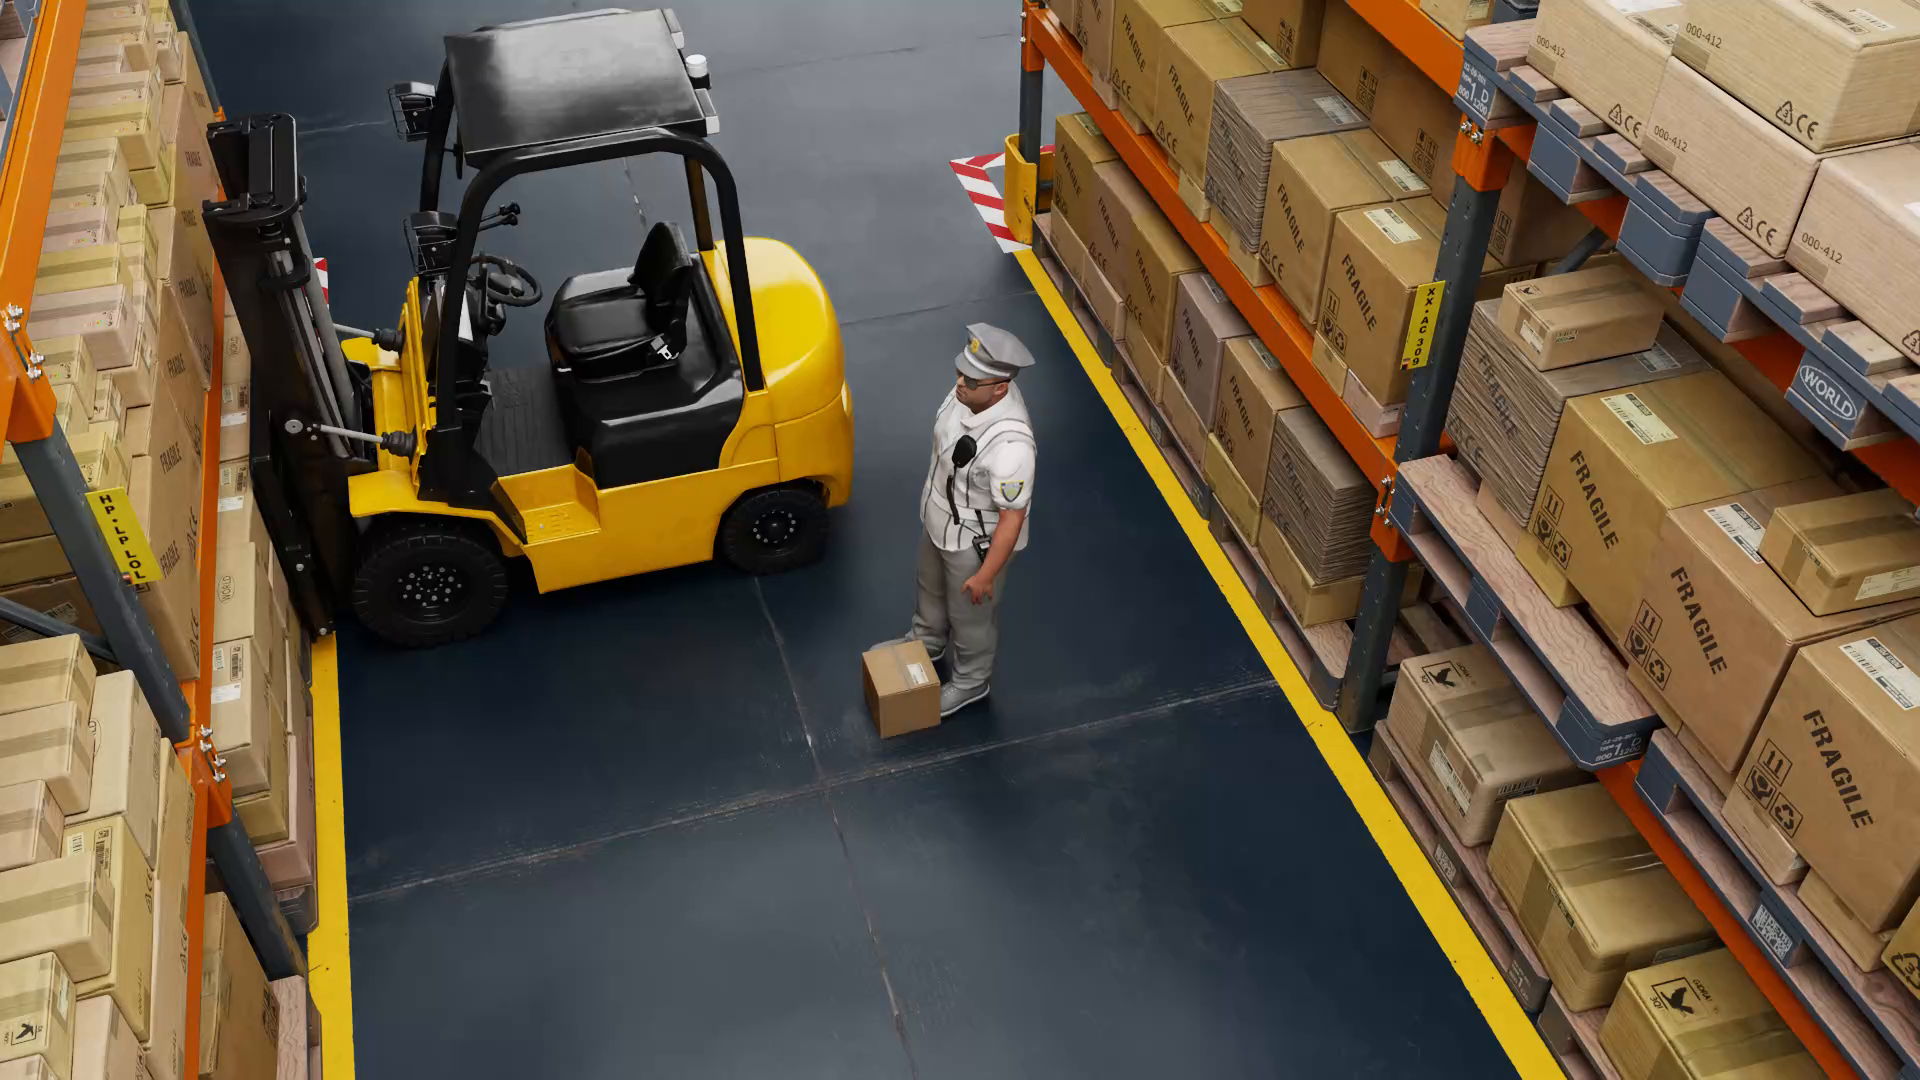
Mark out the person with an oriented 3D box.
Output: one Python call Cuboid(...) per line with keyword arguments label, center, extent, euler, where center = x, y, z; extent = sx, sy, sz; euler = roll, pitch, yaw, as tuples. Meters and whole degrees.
Cuboid(label="person", center=(-0.037, -0.045, 6.169), extent=(0.575, 1.781, 0.640), euler=(-12, 43, -13))
